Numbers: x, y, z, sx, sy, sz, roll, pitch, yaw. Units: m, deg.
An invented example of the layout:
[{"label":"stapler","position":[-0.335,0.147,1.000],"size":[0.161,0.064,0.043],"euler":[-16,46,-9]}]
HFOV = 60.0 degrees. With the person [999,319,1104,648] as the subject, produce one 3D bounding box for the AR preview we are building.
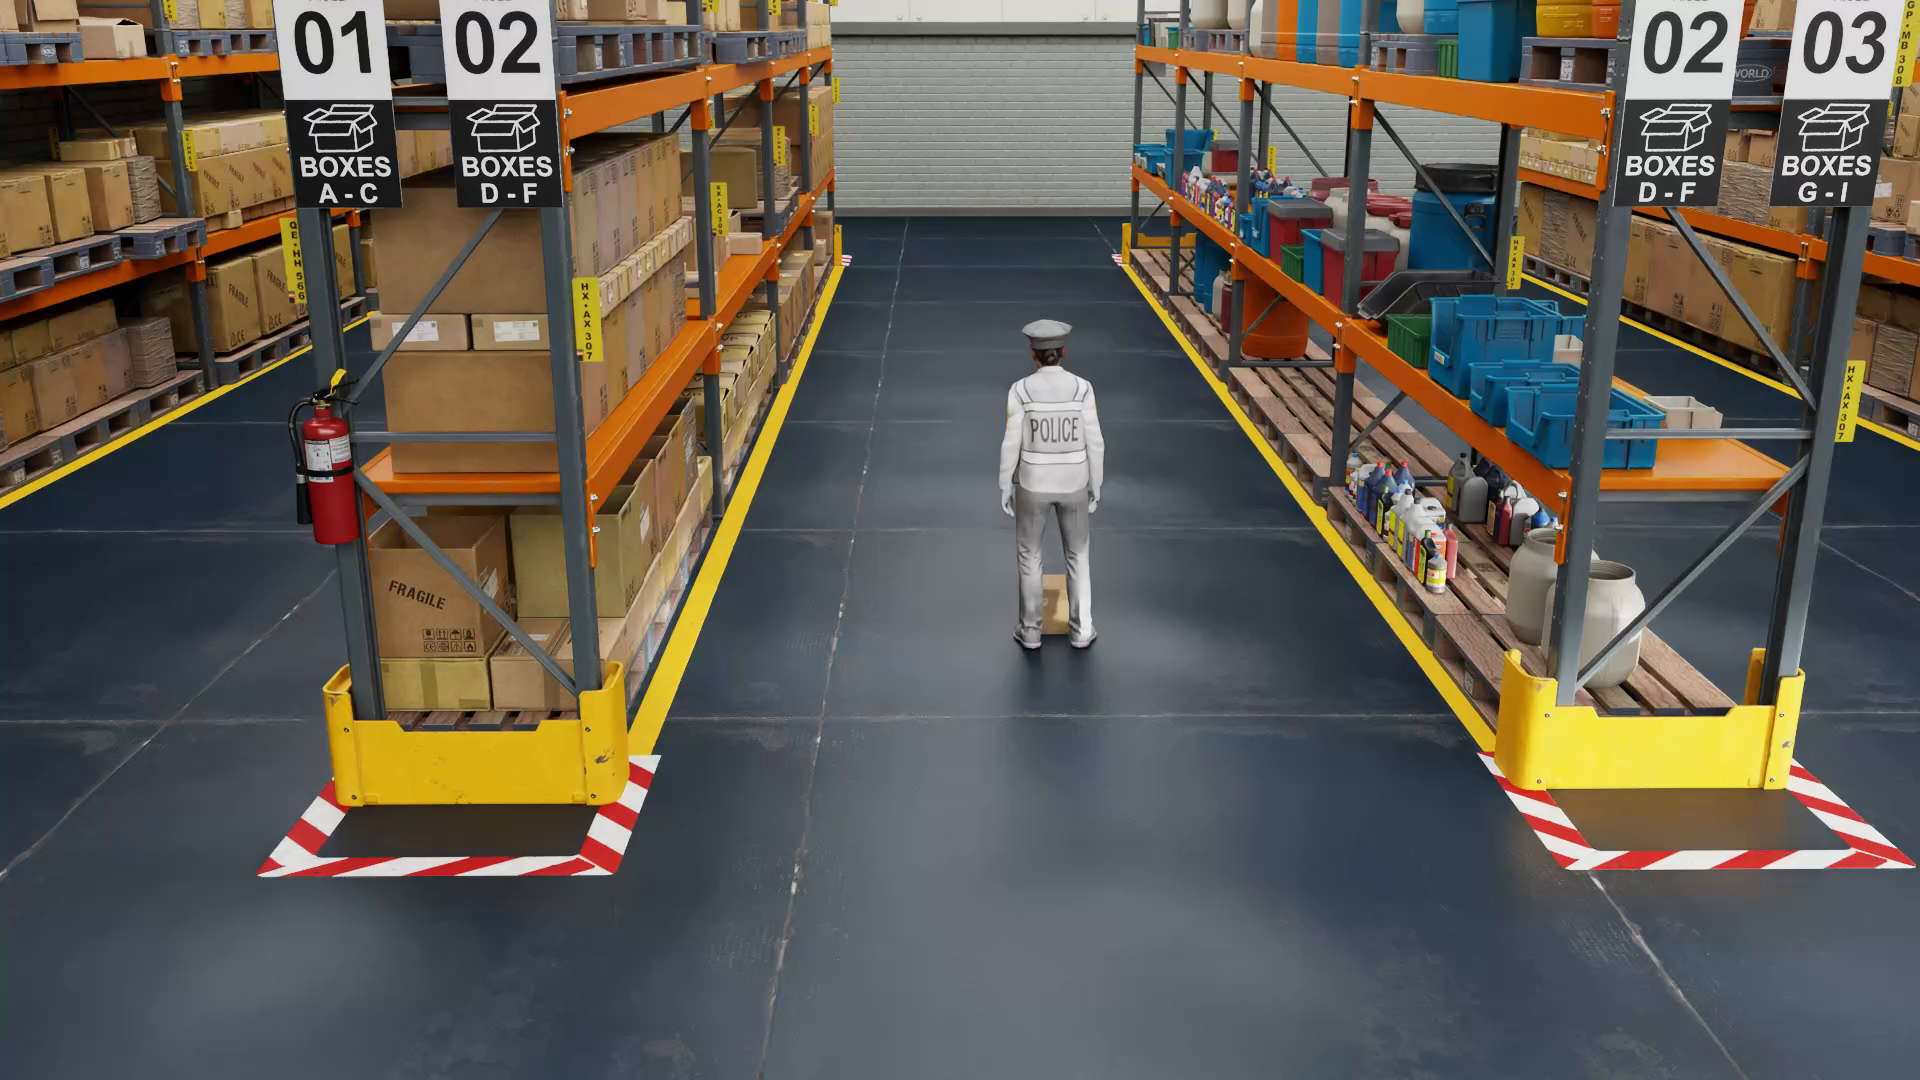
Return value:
[{"label":"person","position":[0.457,-0.260,8.380],"size":[0.531,1.662,0.375],"euler":[-1,17,-3]}]
